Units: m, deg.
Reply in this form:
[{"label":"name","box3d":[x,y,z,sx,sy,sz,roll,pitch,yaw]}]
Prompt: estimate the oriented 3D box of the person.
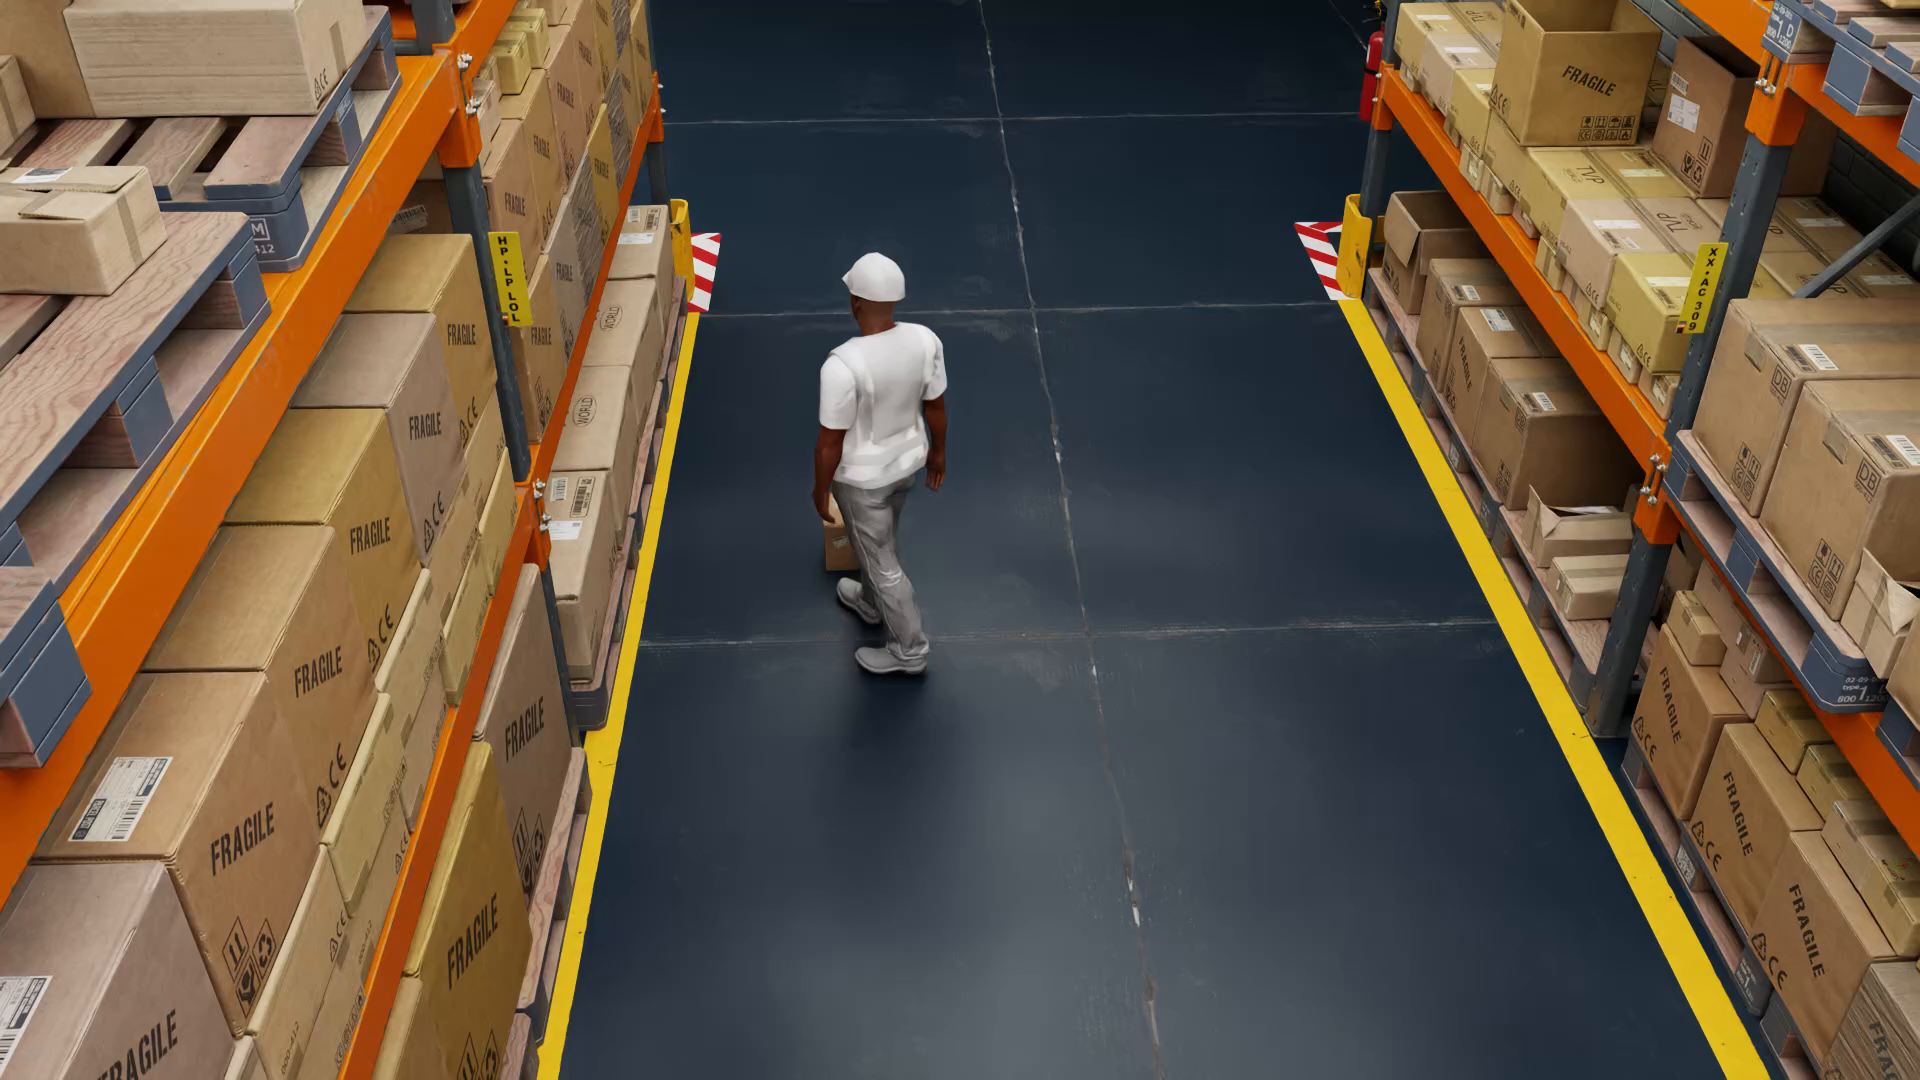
[{"label":"person","box3d":[-0.360,-0.307,6.556,0.703,1.764,0.575,29,44,35]}]
